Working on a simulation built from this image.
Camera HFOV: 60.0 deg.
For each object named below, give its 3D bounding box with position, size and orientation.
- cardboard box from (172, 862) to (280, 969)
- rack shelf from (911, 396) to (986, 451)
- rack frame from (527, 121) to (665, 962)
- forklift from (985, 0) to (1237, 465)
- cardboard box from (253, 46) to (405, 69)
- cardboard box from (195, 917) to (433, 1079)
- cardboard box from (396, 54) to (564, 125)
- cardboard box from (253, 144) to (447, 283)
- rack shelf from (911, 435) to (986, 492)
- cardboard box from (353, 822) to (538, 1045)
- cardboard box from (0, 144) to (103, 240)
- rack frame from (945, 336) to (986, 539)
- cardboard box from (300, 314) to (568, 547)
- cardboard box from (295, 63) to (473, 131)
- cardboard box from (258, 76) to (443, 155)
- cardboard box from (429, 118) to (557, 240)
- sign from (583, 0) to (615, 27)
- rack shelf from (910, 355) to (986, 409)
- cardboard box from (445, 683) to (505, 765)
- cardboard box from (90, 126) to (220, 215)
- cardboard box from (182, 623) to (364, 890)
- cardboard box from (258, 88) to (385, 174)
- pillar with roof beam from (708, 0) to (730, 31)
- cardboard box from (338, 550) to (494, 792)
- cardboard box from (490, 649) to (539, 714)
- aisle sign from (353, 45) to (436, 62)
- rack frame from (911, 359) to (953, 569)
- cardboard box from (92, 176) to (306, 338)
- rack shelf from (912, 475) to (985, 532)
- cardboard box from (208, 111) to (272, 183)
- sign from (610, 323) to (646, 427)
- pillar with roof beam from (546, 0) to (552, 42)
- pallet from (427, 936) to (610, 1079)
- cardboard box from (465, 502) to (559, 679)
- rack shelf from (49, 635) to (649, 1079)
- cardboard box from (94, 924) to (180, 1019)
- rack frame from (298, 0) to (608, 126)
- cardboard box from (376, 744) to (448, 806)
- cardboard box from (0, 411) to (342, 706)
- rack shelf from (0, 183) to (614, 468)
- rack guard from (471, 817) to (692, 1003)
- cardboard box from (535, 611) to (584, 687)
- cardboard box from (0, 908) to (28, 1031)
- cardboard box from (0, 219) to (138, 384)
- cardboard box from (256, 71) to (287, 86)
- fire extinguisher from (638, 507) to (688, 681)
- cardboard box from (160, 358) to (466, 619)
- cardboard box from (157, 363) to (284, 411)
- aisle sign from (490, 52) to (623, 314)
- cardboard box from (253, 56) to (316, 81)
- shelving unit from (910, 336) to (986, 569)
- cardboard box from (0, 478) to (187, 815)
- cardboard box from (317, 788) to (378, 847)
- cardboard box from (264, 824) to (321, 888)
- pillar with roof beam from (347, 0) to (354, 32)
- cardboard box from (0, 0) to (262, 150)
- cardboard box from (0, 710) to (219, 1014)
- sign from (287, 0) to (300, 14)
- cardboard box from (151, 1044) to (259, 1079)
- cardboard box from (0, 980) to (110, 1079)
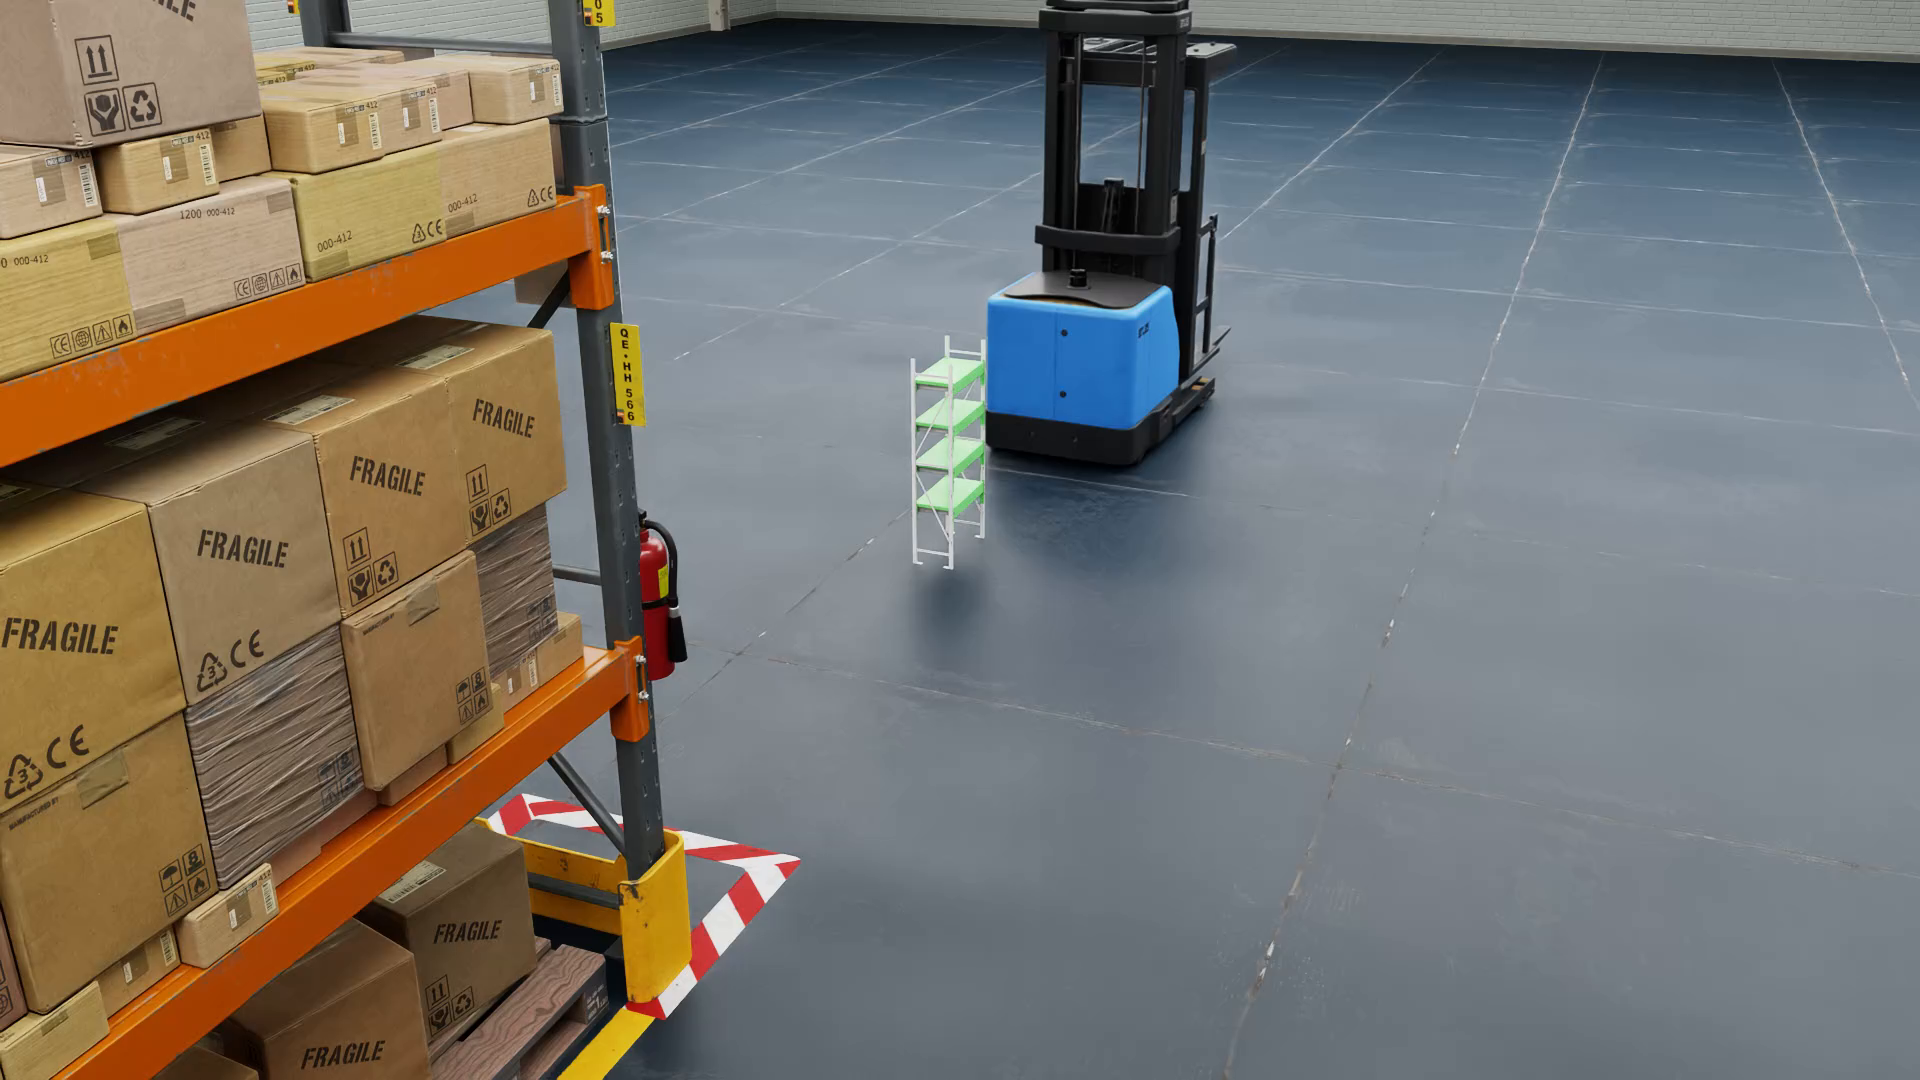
[{"bbox_3d":[-1.914,0.880,4.077,0.380,0.149,0.250,9,24,20],"label":"cardboard box"},{"bbox_3d":[-0.061,-0.657,9.309,0.258,0.148,0.480,9,24,20],"label":"rack shelf"},{"bbox_3d":[-1.540,0.081,5.664,1.000,3.000,0.127,9,24,20],"label":"rack frame"},{"bbox_3d":[1.226,-2.368,11.616,1.130,2.935,3.031,10,25,22],"label":"forklift"},{"bbox_3d":[-1.857,-1.352,4.882,0.380,0.149,0.250,9,24,20],"label":"cardboard box"},{"bbox_3d":[-1.978,1.480,5.012,0.500,0.500,0.500,16,28,34],"label":"cardboard box"},{"bbox_3d":[-1.354,-1.274,4.694,0.380,0.149,0.250,9,24,20],"label":"cardboard box"},{"bbox_3d":[-1.666,-0.846,4.186,0.500,0.250,0.500,9,24,20],"label":"cardboard box"},{"bbox_3d":[-0.061,-0.435,9.402,0.258,0.148,0.480,9,24,20],"label":"rack shelf"},{"bbox_3d":[-1.788,1.262,5.536,0.500,0.500,0.500,14,26,30],"label":"cardboard box"},{"bbox_3d":[-1.989,-0.718,3.363,0.380,0.149,0.250,7,24,17],"label":"cardboard box"},{"bbox_3d":[0.029,-0.582,9.586,0.240,1.200,0.015,9,24,20],"label":"rack frame"},{"bbox_3d":[-1.515,-0.332,4.839,0.500,0.500,0.500,9,24,20],"label":"cardboard box"},{"bbox_3d":[-1.559,-1.198,4.511,0.380,0.149,0.250,8,24,18],"label":"cardboard box"},{"bbox_3d":[-1.559,-1.084,4.239,0.380,0.149,0.250,8,24,18],"label":"cardboard box"},{"bbox_3d":[-1.483,-1.025,4.615,0.500,0.250,0.500,9,24,21],"label":"cardboard box"},{"bbox_3d":[-1.032,-1.625,4.708,0.100,0.325,0.005,9,24,20],"label":"sign"},{"bbox_3d":[-0.062,-0.878,9.217,0.258,0.148,0.480,9,24,20],"label":"rack shelf"},{"bbox_3d":[-1.593,0.515,4.952,0.380,0.149,0.250,9,24,20],"label":"cardboard box"},{"bbox_3d":[-1.844,-0.809,3.581,0.380,0.149,0.250,8,24,17],"label":"cardboard box"},{"bbox_3d":[-2.070,0.459,4.243,0.875,0.500,0.500,9,24,20],"label":"cardboard box"},{"bbox_3d":[-1.630,-0.991,4.016,0.380,0.149,0.250,9,24,20],"label":"cardboard box"},{"bbox_3d":[-1.306,-14.815,33.541,9.100,9.000,0.400,9,24,20],"label":"pillar with roof beam"},{"bbox_3d":[-1.844,0.287,4.657,0.875,0.500,0.500,9,24,20],"label":"cardboard box"},{"bbox_3d":[-1.548,0.418,5.184,0.380,0.149,0.250,9,24,20],"label":"cardboard box"},{"bbox_3d":[-1.796,-1.184,5.319,0.394,0.787,0.004,9,24,20],"label":"aisle sign"},{"bbox_3d":[-0.152,-0.407,9.168,0.240,1.200,0.015,9,24,20],"label":"rack frame"},{"bbox_3d":[-1.864,-0.664,3.750,0.500,0.250,0.500,9,24,21],"label":"cardboard box"},{"bbox_3d":[-0.061,-0.214,9.494,0.258,0.148,0.480,9,24,20],"label":"rack shelf"},{"bbox_3d":[-1.838,-0.920,3.846,0.380,0.149,0.250,9,24,21],"label":"cardboard box"},{"bbox_3d":[-1.032,-0.513,5.173,0.100,0.325,0.005,9,24,20],"label":"sign"},{"bbox_3d":[-3.535,-12.667,28.401,9.100,9.000,0.400,9,24,20],"label":"pillar with roof beam"},{"bbox_3d":[-1.903,1.680,5.453,1.003,0.211,1.213,9,24,20],"label":"pallet"},{"bbox_3d":[-1.770,0.090,5.126,0.875,0.500,0.500,9,24,20],"label":"cardboard box"},{"bbox_3d":[-2.283,1.129,4.090,1.077,0.370,4.000,9,24,20],"label":"rack shelf"},{"bbox_3d":[-2.071,0.960,3.887,0.380,0.149,0.250,9,24,20],"label":"cardboard box"},{"bbox_3d":[-1.540,-2.687,4.508,1.000,3.000,0.127,9,24,20],"label":"rack frame"},{"bbox_3d":[-1.700,0.602,4.743,0.380,0.149,0.250,9,24,20],"label":"cardboard box"},{"bbox_3d":[-1.883,0.027,3.981,0.500,0.500,0.500,9,24,20],"label":"cardboard box"},{"bbox_3d":[-2.283,-0.256,3.512,1.077,0.370,4.000,9,24,20],"label":"rack shelf"},{"bbox_3d":[-1.568,1.262,6.081,1.175,0.500,0.348,9,24,20],"label":"rack guard"},{"bbox_3d":[-1.454,0.328,5.398,0.380,0.149,0.250,9,24,20],"label":"cardboard box"},{"bbox_3d":[-2.491,0.810,3.405,0.875,0.500,0.500,9,24,20],"label":"cardboard box"},{"bbox_3d":[-2.046,-0.483,3.318,0.500,0.250,0.500,8,24,19],"label":"cardboard box"},{"bbox_3d":[-2.023,-1.166,4.434,0.380,0.149,0.250,8,24,19],"label":"cardboard box"},{"bbox_3d":[-1.070,0.142,5.620,0.296,0.674,0.183,9,24,20],"label":"fire extinguisher"},{"bbox_3d":[-1.695,-0.152,4.409,0.500,0.500,0.500,9,24,20],"label":"cardboard box"},{"bbox_3d":[-2.190,-0.228,4.591,0.500,0.500,0.500,9,24,20],"label":"cardboard box"},{"bbox_3d":[-1.239,-1.098,5.114,0.394,0.787,0.004,9,24,20],"label":"aisle sign"},{"bbox_3d":[-2.043,-1.274,4.693,0.380,0.149,0.250,9,24,21],"label":"cardboard box"},{"bbox_3d":[-0.061,-0.494,9.377,0.258,1.200,0.503,9,24,20],"label":"shelving unit"},{"bbox_3d":[-2.077,0.204,3.556,0.500,0.500,0.500,9,24,20],"label":"cardboard box"},{"bbox_3d":[-1.831,0.685,4.543,0.380,0.149,0.250,9,24,20],"label":"cardboard box"},{"bbox_3d":[-1.903,0.778,4.321,0.380,0.149,0.250,9,24,20],"label":"cardboard box"},{"bbox_3d":[-5.763,-10.520,23.261,9.100,9.000,0.400,9,24,20],"label":"pillar with roof beam"},{"bbox_3d":[-1.881,-1.126,3.499,0.500,0.500,0.500,9,24,20],"label":"cardboard box"},{"bbox_3d":[-2.267,0.637,3.819,0.875,0.500,0.500,9,24,20],"label":"cardboard box"},{"bbox_3d":[-2.044,-1.784,5.104,0.100,0.325,0.005,9,24,20],"label":"sign"},{"bbox_3d":[-2.228,1.702,4.482,0.500,0.500,0.500,11,25,25],"label":"cardboard box"},{"bbox_3d":[-2.122,1.056,3.657,0.380,0.149,0.250,9,24,20],"label":"cardboard box"}]
